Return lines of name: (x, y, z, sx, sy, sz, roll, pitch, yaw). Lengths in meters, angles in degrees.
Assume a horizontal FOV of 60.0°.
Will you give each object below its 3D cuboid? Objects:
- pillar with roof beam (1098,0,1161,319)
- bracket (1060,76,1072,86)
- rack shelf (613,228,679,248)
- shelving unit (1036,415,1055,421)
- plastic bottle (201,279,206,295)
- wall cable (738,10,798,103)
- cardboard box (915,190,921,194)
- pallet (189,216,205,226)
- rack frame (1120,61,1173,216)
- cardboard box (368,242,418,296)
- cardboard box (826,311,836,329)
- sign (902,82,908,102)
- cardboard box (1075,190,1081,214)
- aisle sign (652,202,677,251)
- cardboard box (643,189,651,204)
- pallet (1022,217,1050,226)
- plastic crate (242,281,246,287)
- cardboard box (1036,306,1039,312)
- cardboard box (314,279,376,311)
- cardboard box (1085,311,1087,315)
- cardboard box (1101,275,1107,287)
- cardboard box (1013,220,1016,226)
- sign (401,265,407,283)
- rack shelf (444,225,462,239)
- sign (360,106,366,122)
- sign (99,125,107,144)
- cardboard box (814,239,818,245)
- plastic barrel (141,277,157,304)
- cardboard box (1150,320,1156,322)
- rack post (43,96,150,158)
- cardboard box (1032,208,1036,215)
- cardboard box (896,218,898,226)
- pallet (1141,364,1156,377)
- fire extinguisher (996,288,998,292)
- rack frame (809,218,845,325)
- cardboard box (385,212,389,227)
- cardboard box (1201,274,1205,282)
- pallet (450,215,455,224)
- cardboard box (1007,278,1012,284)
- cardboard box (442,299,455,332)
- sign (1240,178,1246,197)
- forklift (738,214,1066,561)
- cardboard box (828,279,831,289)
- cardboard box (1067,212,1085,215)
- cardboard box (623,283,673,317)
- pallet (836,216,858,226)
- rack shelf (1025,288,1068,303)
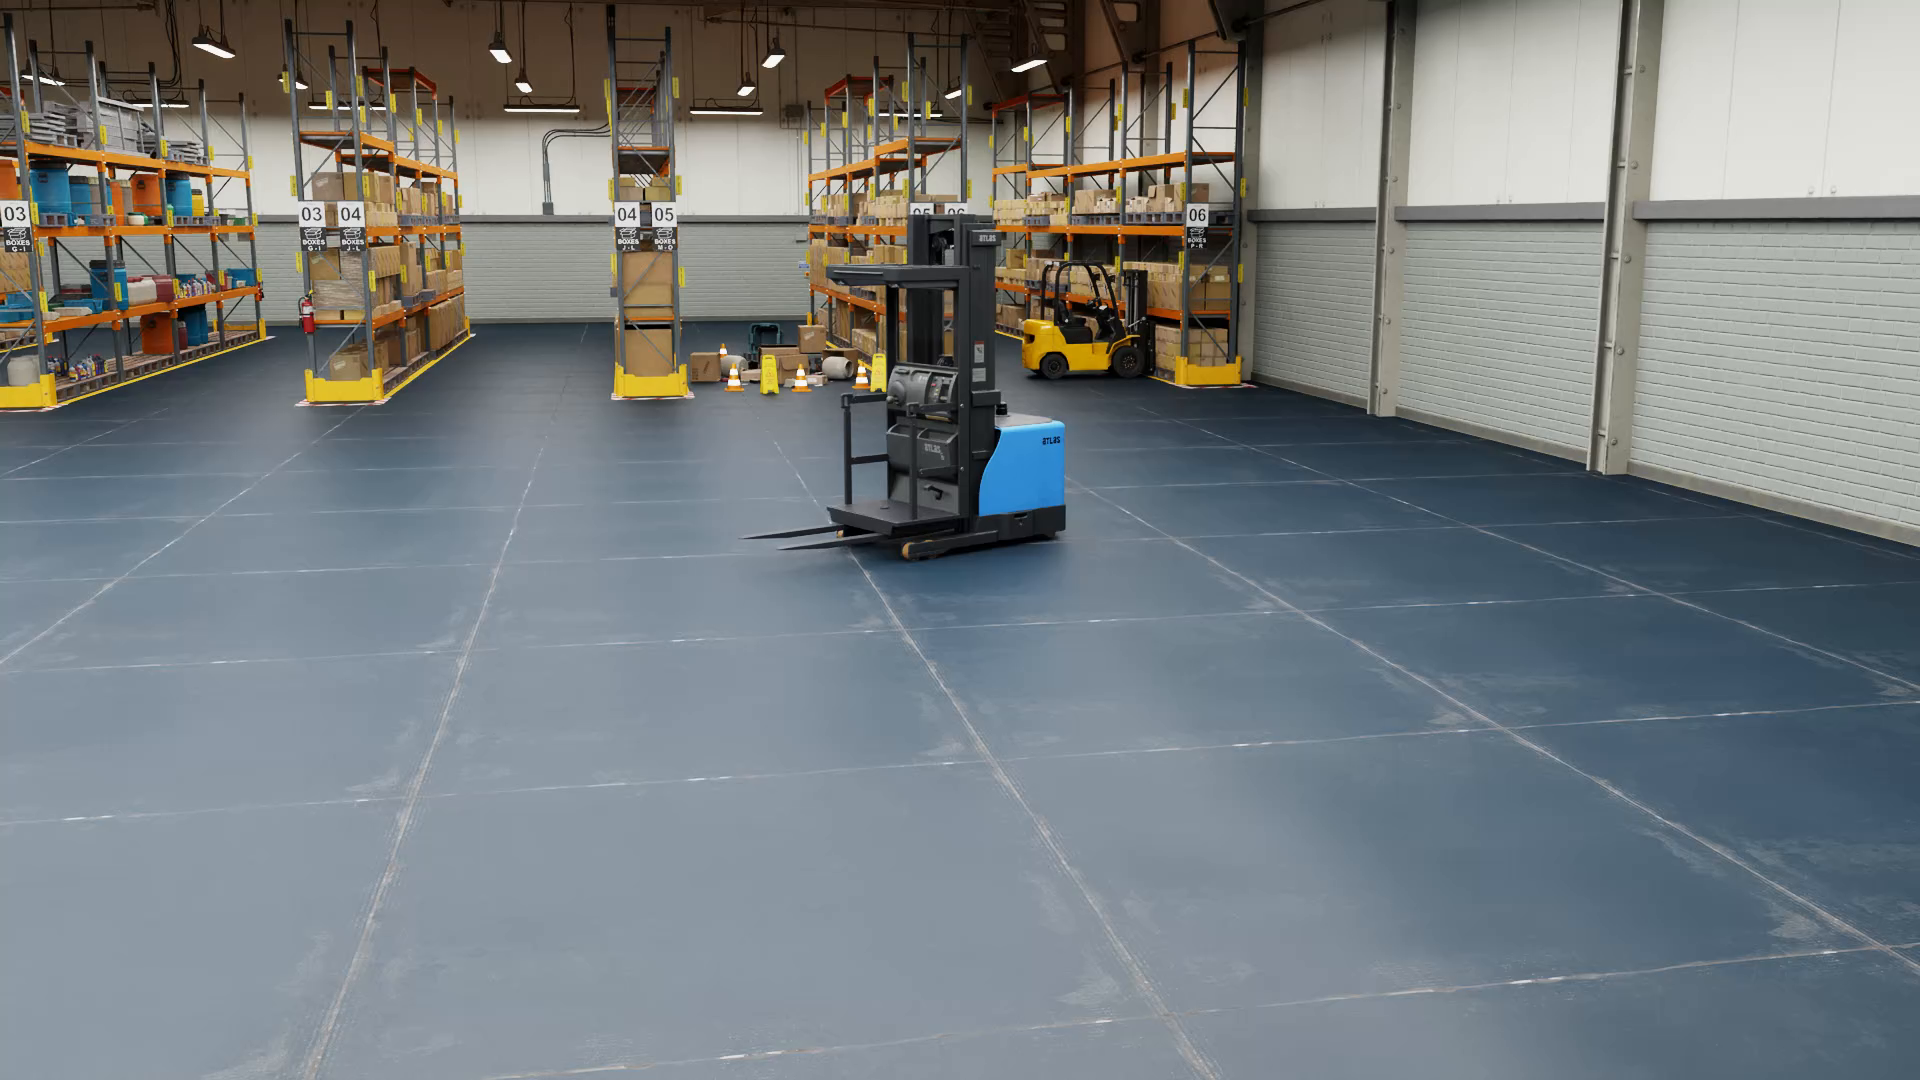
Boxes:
pillar with roof beam: (-0.154, -8.363, 35.122, 9.100, 9.000, 0.548, -2, 11, -11)
bracket: (2.634, -11.299, 40.922, 0.235, 0.232, 0.430, -2, 11, -11)
rack shelf: (-5.606, -5.419, 29.599, 1.077, 0.370, 4.000, -2, 11, -11)
shelving unit: (0.741, -0.645, 15.828, 0.215, 1.050, 0.252, -9, 14, -38)
plastic bottle: (-16.795, -5.610, 36.833, 0.144, 0.351, 0.185, -2, 11, -11)
wall cable: (-5.903, -14.248, 48.393, 2.355, 3.000, 0.029, -2, 11, -11)
cardboard box: (-0.987, -6.929, 33.548, 0.500, 0.250, 0.500, -2, 11, -12)
pallet: (-16.823, -6.823, 35.560, 1.003, 0.211, 1.213, -2, 11, -11)
rack frame: (3.709, -7.992, 33.174, 1.000, 3.000, 0.127, -2, 11, -11)
cardboard box: (-10.897, -5.155, 31.586, 1.000, 1.000, 1.000, -2, 11, -11)
cardboard box: (-2.907, -5.562, 42.180, 0.875, 0.438, 0.875, -2, 11, -13)
sign: (-0.930, -7.598, 28.179, 0.100, 0.325, 0.005, -2, 11, -11)
cardboard box: (2.833, -7.415, 36.506, 0.500, 0.500, 0.500, -2, 11, -11)
aisle sign: (-4.909, -5.207, 27.631, 0.394, 0.787, 0.004, -2, 11, -11)
cardboard box: (-5.454, -6.201, 30.002, 0.500, 0.250, 0.500, -2, 11, -12)
pallet: (2.211, -7.772, 40.539, 1.213, 0.211, 1.003, -2, 11, -11)
plastic crate: (-17.736, -6.281, 40.774, 0.396, 0.136, 0.243, -2, 11, -11)
cardboard box: (2.092, -5.686, 40.929, 0.380, 0.149, 0.250, -2, 11, -13)
cardboard box: (-10.182, -4.067, 27.533, 0.875, 0.500, 0.500, -2, 11, -11)
cardboard box: (3.110, -5.232, 38.546, 0.380, 0.149, 0.250, -2, 11, -9)
cardboard box: (3.256, -5.392, 34.621, 0.500, 0.250, 0.500, -2, 11, -12)
cardboard box: (1.583, -8.154, 42.716, 0.380, 0.149, 0.250, -2, 11, -10)
sign: (-10.349, -4.950, 30.920, 0.100, 0.325, 0.005, -2, 11, -11)
rack shelf: (-12.825, -7.458, 40.312, 1.077, 0.370, 4.000, -2, 11, -11)
sign: (-12.202, -8.700, 33.971, 0.100, 0.325, 0.005, -2, 11, -11)
sign: (-15.197, -7.186, 29.496, 0.100, 0.325, 0.005, -2, 11, -11)
cardboard box: (-3.568, -7.704, 43.026, 0.380, 0.149, 0.250, -2, 11, -13)
plastic barrel: (-16.107, -4.931, 32.837, 0.421, 0.512, 0.421, 0, 11, 0)
cardboard box: (3.585, -4.198, 32.838, 0.500, 0.250, 0.500, -2, 11, -11)
rack post: (-16.206, -7.727, 31.245, 1.013, 1.000, 3.121, -2, 11, -11)
cardboard box: (1.948, -7.908, 40.033, 0.380, 0.149, 0.250, -2, 11, -10)
cardboard box: (-0.947, -5.772, 30.201, 0.380, 0.149, 0.250, -2, 11, -13)
pallet: (4.063, -3.304, 32.043, 1.003, 0.211, 1.213, -2, 11, -11)
fire extinguisher: (0.893, -7.035, 45.394, 0.296, 0.674, 0.183, -2, 11, -11)
rack frame: (-3.493, -7.065, 44.346, 1.000, 3.000, 0.127, -2, 11, -11)
cardboard box: (-10.340, -5.640, 29.238, 0.500, 0.250, 0.500, -2, 11, -11)
cardboard box: (4.565, -4.794, 30.412, 0.380, 0.149, 0.250, -2, 11, -11)
pallet: (-12.819, -7.775, 40.290, 1.003, 0.211, 1.213, -2, 11, -11)
cardboard box: (1.443, -6.767, 43.452, 0.380, 0.149, 0.250, -2, 11, -10)
cardboard box: (-12.486, -5.257, 39.409, 0.875, 0.875, 0.875, -2, 11, -11)
sign: (5.032, -6.272, 29.611, 0.100, 0.325, 0.005, -2, 11, -11)
forklift: (-0.496, -1.367, 14.594, 3.031, 2.935, 1.130, -8, 14, -37)
cardboard box: (-2.889, -6.167, 40.031, 0.500, 0.250, 0.500, -2, 11, -12)
cardboard box: (2.626, -7.431, 37.581, 0.380, 0.149, 0.250, -2, 11, -10)
cardboard box: (-5.334, -4.072, 28.220, 0.875, 0.550, 0.550, -2, 11, -11)
pallet: (-2.114, -7.095, 36.985, 1.213, 0.211, 1.003, -2, 11, -8)
rack shelf: (2.542, -5.792, 39.584, 1.077, 0.370, 4.000, -2, 11, -11)
